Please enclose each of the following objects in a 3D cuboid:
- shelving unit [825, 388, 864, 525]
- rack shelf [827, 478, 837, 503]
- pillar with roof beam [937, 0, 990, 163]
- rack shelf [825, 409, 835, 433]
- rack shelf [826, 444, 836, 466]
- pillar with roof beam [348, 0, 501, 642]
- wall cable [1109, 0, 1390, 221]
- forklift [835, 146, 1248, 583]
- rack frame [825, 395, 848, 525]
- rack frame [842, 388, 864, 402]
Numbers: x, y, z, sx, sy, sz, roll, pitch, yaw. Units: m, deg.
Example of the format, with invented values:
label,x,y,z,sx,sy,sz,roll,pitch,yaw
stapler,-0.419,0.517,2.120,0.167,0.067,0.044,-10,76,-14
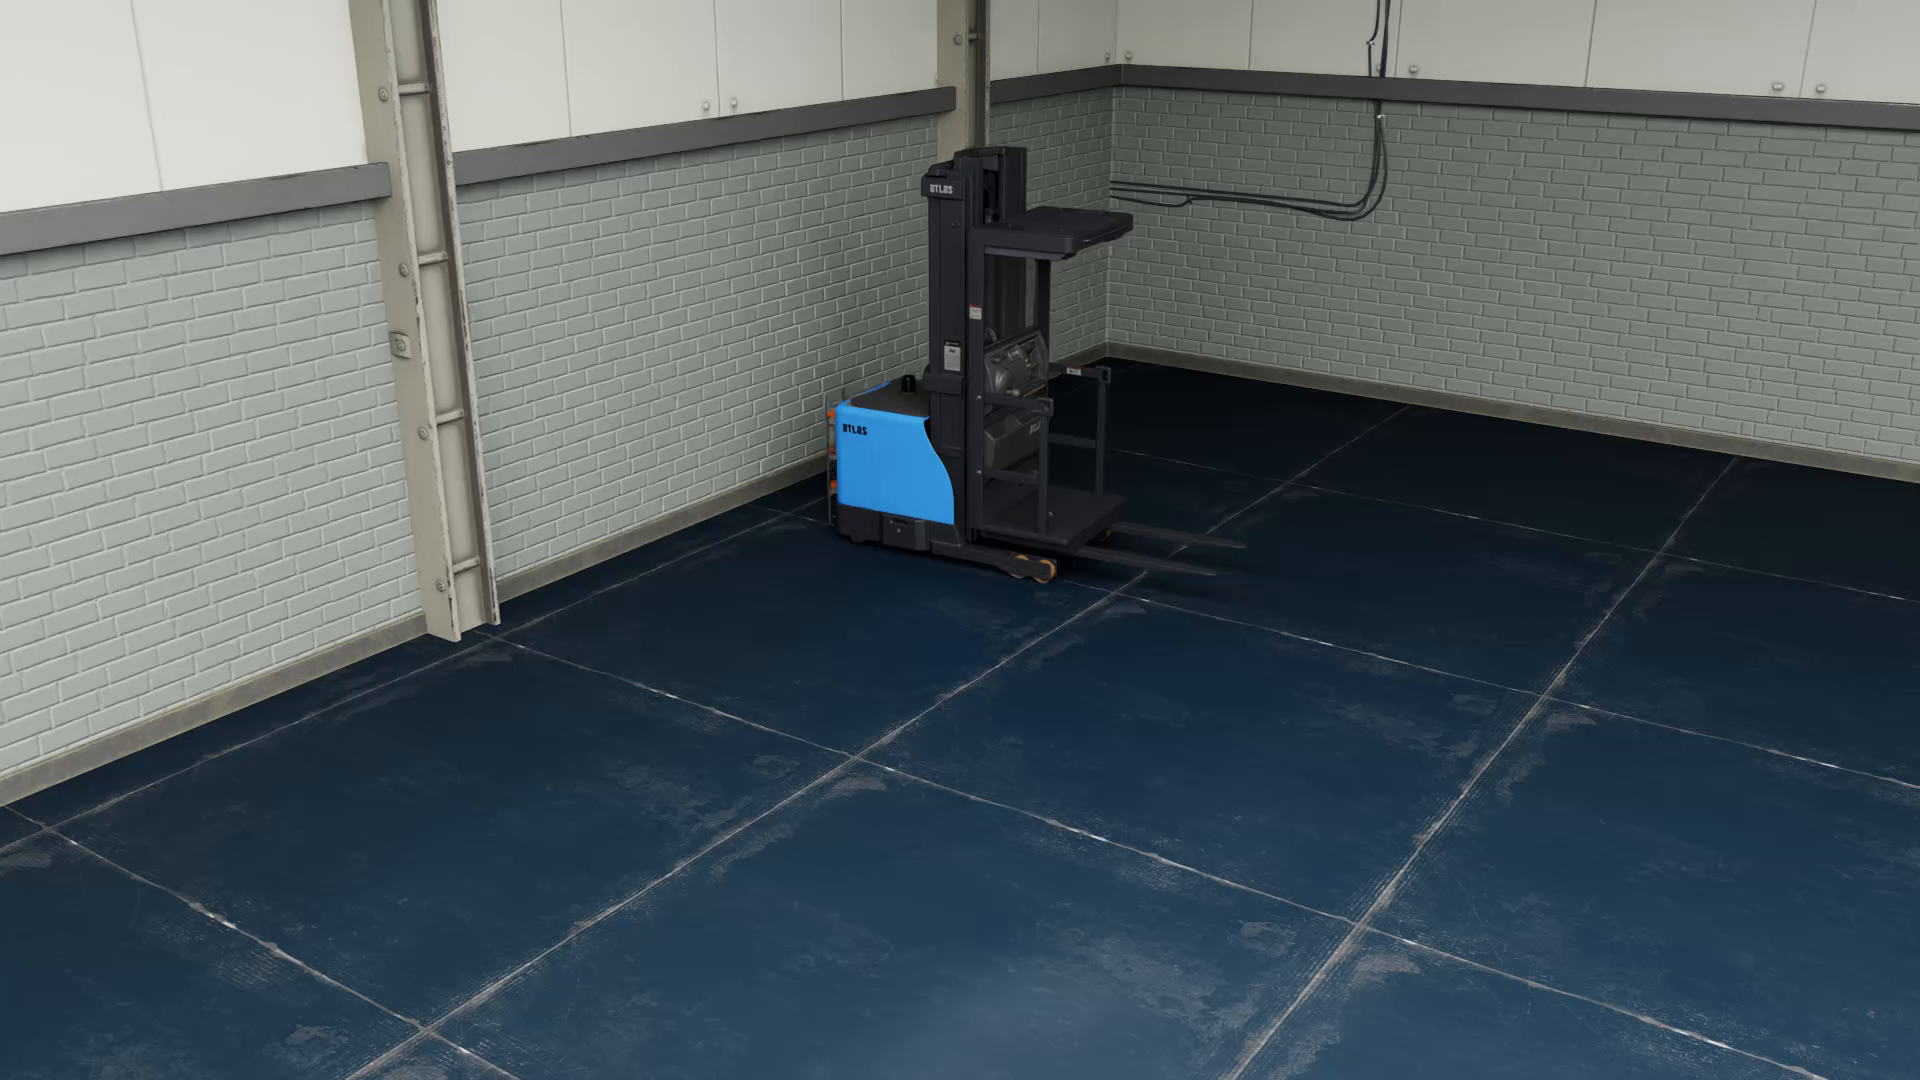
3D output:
label,x,y,z,sx,sy,sz,roll,pitch,yaw
shelving unit,-0.887,-0.638,12.977,0.215,1.050,0.252,10,23,26
rack shelf,-0.887,-0.367,13.077,0.215,0.259,0.240,10,23,26
pillar with roof beam,3.592,-4.517,12.004,9.100,9.000,0.400,13,24,32
rack shelf,-0.887,-0.894,12.882,0.215,0.259,0.240,10,23,26
rack shelf,-0.887,-0.628,12.980,0.215,0.259,0.240,10,23,26
pillar with roof beam,0.219,-2.795,7.350,9.100,9.000,0.400,13,24,32
wall cable,2.781,-4.487,16.401,3.097,2.526,0.112,13,24,32
forklift,0.592,-1.276,11.990,3.031,2.935,1.130,11,23,27
rack frame,-0.944,-0.601,12.875,0.200,1.050,0.008,10,23,26
rack frame,-0.830,-0.676,13.078,0.200,1.050,0.008,10,23,26
